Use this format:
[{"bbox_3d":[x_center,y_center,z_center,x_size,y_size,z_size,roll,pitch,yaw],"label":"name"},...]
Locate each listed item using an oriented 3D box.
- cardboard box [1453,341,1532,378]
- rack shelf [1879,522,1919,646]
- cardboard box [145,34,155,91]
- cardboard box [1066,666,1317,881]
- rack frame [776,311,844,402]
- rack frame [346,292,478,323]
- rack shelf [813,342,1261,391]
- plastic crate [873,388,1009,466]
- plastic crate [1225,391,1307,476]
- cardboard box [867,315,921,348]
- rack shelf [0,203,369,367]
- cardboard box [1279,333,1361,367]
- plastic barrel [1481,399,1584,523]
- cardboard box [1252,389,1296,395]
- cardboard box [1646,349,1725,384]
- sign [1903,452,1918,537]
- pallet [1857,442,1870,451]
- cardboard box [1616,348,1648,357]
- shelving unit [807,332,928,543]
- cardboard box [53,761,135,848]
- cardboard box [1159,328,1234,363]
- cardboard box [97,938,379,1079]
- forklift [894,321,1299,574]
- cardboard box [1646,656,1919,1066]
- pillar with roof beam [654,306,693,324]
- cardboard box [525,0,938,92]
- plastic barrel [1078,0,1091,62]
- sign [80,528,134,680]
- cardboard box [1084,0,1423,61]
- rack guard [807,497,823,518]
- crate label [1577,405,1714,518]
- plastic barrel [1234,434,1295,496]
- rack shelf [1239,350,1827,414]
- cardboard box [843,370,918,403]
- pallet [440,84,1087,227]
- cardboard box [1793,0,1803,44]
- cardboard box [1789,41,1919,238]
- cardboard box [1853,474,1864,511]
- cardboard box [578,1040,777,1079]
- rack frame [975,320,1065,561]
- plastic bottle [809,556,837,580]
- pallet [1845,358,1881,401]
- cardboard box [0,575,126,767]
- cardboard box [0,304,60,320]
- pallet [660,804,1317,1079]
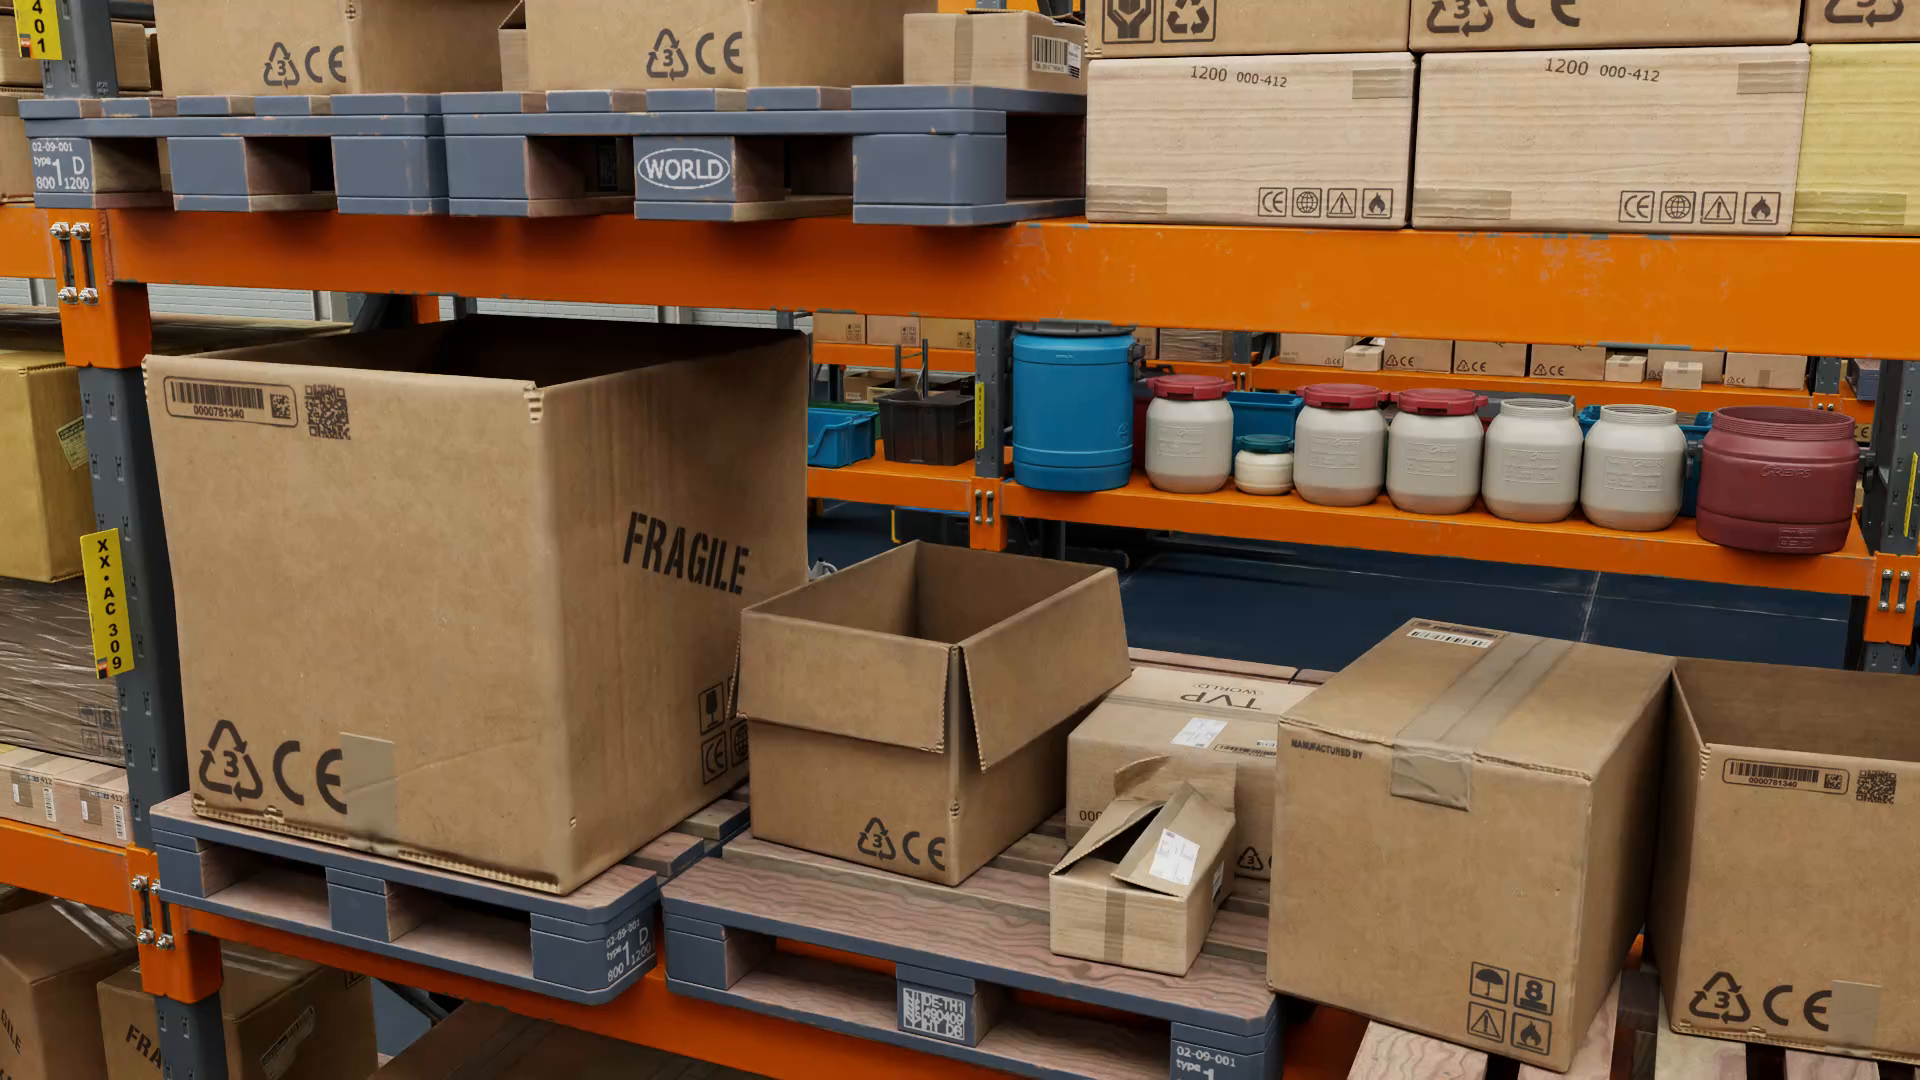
[{"bbox_3d":[3.975,-1.499,12.359,0.500,0.500,0.500,6,14,23],"label":"cardboard box"},{"bbox_3d":[5.815,0.319,6.402,4.000,0.370,1.077,6,14,23],"label":"rack shelf"},{"bbox_3d":[-2.120,-1.238,4.353,0.250,0.149,0.380,5,14,20],"label":"cardboard box"},{"bbox_3d":[0.542,0.484,3.534,0.500,0.250,0.500,5,14,22],"label":"cardboard box"},{"bbox_3d":[-1.318,-1.990,14.671,0.127,3.000,1.000,6,14,23],"label":"rack frame"},{"bbox_3d":[-3.328,-0.956,10.263,0.127,3.000,1.000,6,14,23],"label":"rack frame"},{"bbox_3d":[0.511,-1.455,13.964,4.000,0.370,1.077,6,14,23],"label":"rack shelf"},{"bbox_3d":[-0.097,-0.631,9.012,0.504,0.338,0.767,6,14,23],"label":"plastic crate"},{"bbox_3d":[1.464,-0.541,8.529,0.575,0.384,0.392,6,14,23],"label":"plastic crate"},{"bbox_3d":[-0.414,-1.945,14.261,0.500,0.500,0.700,6,15,25],"label":"cardboard box"},{"bbox_3d":[-3.505,-0.847,4.805,4.000,0.370,1.077,6,14,23],"label":"rack shelf"},{"bbox_3d":[2.807,-1.511,12.955,0.500,0.250,0.500,7,15,27],"label":"cardboard box"},{"bbox_3d":[2.575,-0.360,7.477,0.421,0.512,0.421,0,13,0],"label":"plastic barrel"},{"bbox_3d":[3.377,-1.740,18.113,0.500,0.500,0.500,5,14,19],"label":"cardboard box"},{"bbox_3d":[5.257,-1.330,12.051,0.500,0.311,0.500,6,14,23],"label":"cardboard box"},{"bbox_3d":[3.770,-0.180,6.597,0.005,0.325,0.100,6,14,23],"label":"sign"},{"bbox_3d":[8.690,-0.839,15.867,1.213,0.211,1.003,6,14,23],"label":"pallet"},{"bbox_3d":[6.824,-1.769,16.595,0.500,0.250,0.500,6,15,24],"label":"cardboard box"},{"bbox_3d":[-0.818,-0.817,12.953,1.083,1.500,0.587,6,14,24],"label":"shelving unit"},{"bbox_3d":[-1.992,0.612,4.129,0.250,0.149,0.380,6,14,23],"label":"cardboard box"},{"bbox_3d":[1.931,-1.709,13.251,0.500,0.500,0.700,5,14,22],"label":"cardboard box"},{"bbox_3d":[-2.026,1.416,4.708,0.500,0.500,0.500,5,14,22],"label":"cardboard box"},{"bbox_3d":[1.068,-1.326,11.988,3.031,2.935,1.130,6,14,24],"label":"forklift"},{"bbox_3d":[1.471,0.524,2.818,0.500,0.500,0.500,4,14,16],"label":"cardboard box"},{"bbox_3d":[-5.554,-5.718,17.424,0.400,9.000,9.100,6,14,23],"label":"pillar with roof beam"},{"bbox_3d":[-0.425,-1.115,3.230,0.637,0.503,0.797,6,15,26],"label":"cardboard box"},{"bbox_3d":[0.883,-2.289,8.278,0.708,0.901,0.600,6,14,23],"label":"plastic barrel"},{"bbox_3d":[-1.889,0.141,3.692,0.005,0.325,0.100,6,14,23],"label":"sign"},{"bbox_3d":[0.523,-1.020,2.655,0.500,0.500,0.500,6,15,24],"label":"cardboard box"},{"bbox_3d":[-1.270,-0.256,13.300,0.087,0.250,0.587,6,14,24],"label":"rack guard"},{"bbox_3d":[3.188,-0.381,7.737,0.616,0.435,0.502,6,14,23],"label":"crate label"},{"bbox_3d":[1.478,-0.364,8.043,0.301,0.262,0.301,0,13,0],"label":"plastic barrel"},{"bbox_3d":[4.168,-1.085,12.387,4.000,0.370,1.077,6,14,23],"label":"rack shelf"},{"bbox_3d":[-0.707,-1.234,14.904,0.500,0.500,0.500,6,14,23],"label":"cardboard box"},{"bbox_3d":[-0.206,-0.746,3.211,1.003,0.211,1.213,6,14,23],"label":"pallet"},{"bbox_3d":[1.655,-1.031,2.703,0.500,0.500,0.500,6,14,24],"label":"cardboard box"},{"bbox_3d":[1.447,-0.561,2.343,0.500,0.250,0.500,6,14,23],"label":"cardboard box"},{"bbox_3d":[6.297,-0.145,11.317,0.500,0.500,0.500,6,15,26],"label":"cardboard box"},{"bbox_3d":[-0.695,1.561,4.046,0.500,0.500,0.700,6,14,23],"label":"cardboard box"},{"bbox_3d":[0.330,-0.586,8.686,0.127,3.000,1.000,6,14,23],"label":"rack frame"},{"bbox_3d":[-0.802,0.271,9.868,0.185,0.351,0.144,6,14,23],"label":"plastic bottle"},{"bbox_3d":[6.645,-1.109,11.333,1.003,0.211,1.213,6,14,23],"label":"pallet"},{"bbox_3d":[-2.063,0.201,4.464,0.500,0.500,0.875,6,14,23],"label":"cardboard box"},{"bbox_3d":[-2.900,-0.419,4.915,0.500,0.500,0.500,6,14,23],"label":"cardboard box"},{"bbox_3d":[0.154,0.737,3.466,1.213,0.211,1.003,6,14,23],"label":"pallet"}]
